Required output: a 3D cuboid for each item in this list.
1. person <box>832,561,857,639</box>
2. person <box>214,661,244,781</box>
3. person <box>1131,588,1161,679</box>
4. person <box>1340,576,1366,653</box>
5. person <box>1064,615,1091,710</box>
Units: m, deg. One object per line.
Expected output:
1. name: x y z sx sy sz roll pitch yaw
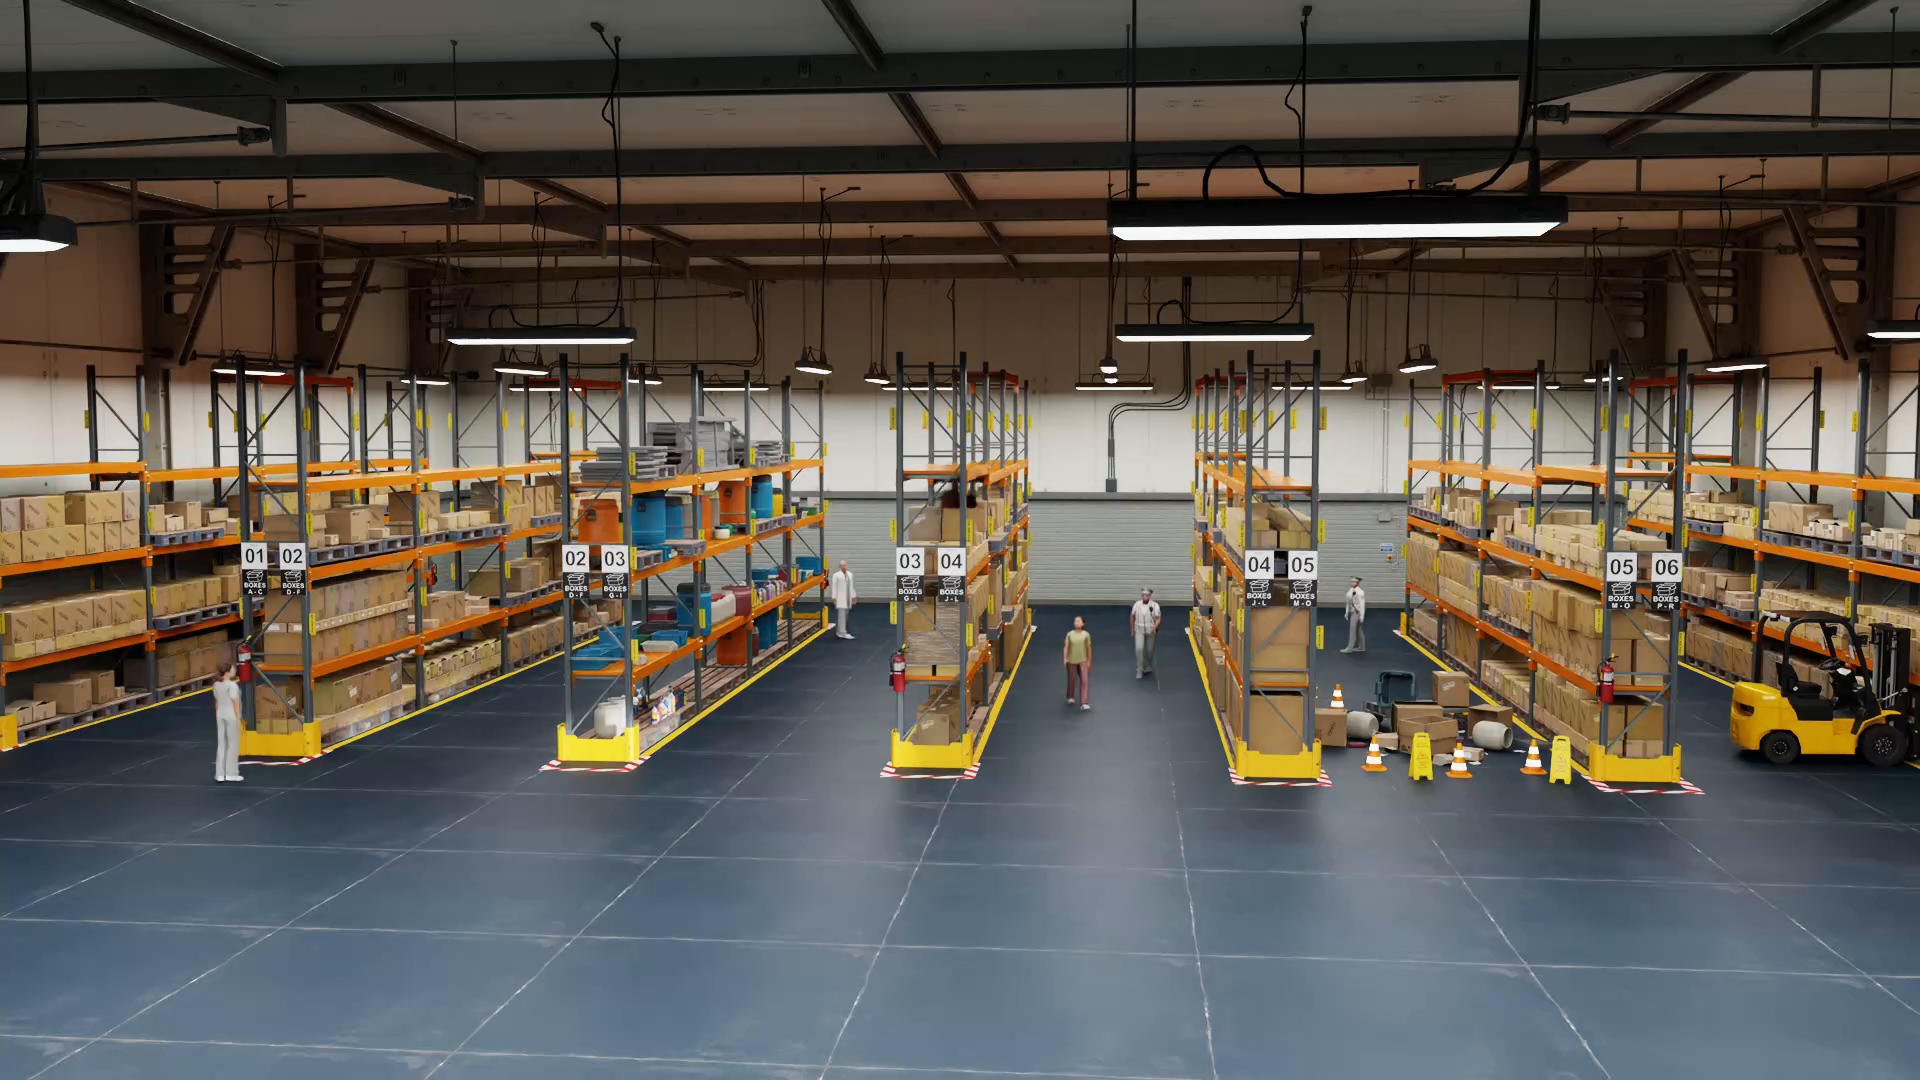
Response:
1. person: -2.634 1.423 38.591 0.651 1.694 0.604 3 5 41
2. person: -10.208 2.529 23.172 0.497 1.697 0.378 2 4 21
3. person: 3.658 1.827 32.803 0.587 1.792 0.936 1 4 8
4. person: 8.530 1.603 36.140 0.605 1.670 0.522 0 4 0
5. person: 2.048 2.131 28.990 0.527 1.615 1.001 0 4 -7
